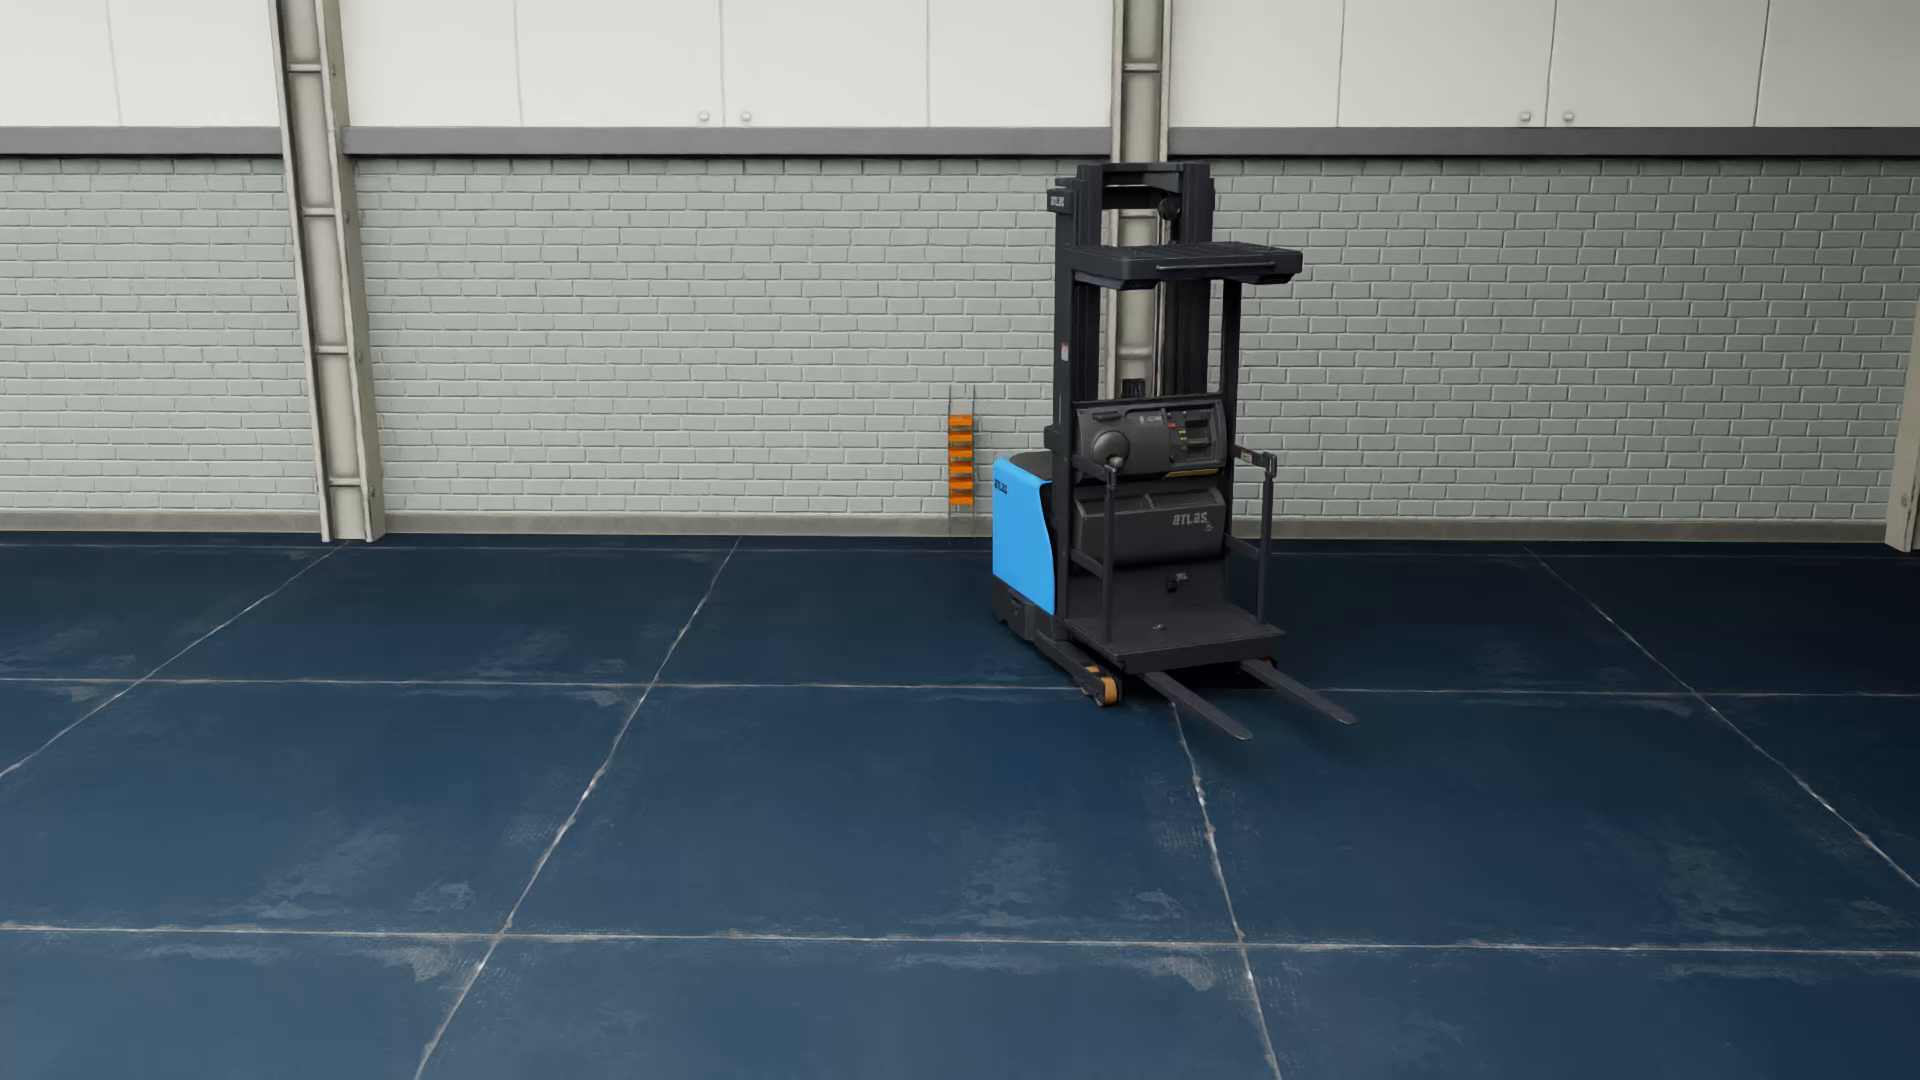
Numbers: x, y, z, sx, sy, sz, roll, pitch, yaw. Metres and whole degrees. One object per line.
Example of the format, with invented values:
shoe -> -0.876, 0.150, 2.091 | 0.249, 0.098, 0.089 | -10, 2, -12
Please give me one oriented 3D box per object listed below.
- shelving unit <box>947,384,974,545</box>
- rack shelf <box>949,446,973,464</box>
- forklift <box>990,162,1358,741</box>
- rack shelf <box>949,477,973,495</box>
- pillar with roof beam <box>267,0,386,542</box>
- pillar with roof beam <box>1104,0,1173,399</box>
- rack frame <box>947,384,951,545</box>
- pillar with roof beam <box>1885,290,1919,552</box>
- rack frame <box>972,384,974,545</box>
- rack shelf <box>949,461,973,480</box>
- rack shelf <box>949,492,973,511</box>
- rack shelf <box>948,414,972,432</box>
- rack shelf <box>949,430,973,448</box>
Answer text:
shelving unit -> 0.008, -0.576, 12.650 | 0.189, 1.200, 0.258 | 0, 13, 1
rack shelf -> 0.008, -0.649, 12.633 | 0.180, 0.103, 0.258 | 0, 13, 1
forklift -> 1.185, -0.606, 9.390 | 1.130, 2.935, 3.031 | -5, 16, -20
rack shelf -> 0.010, -0.416, 12.688 | 0.180, 0.103, 0.258 | 0, 13, 1
pillar with roof beam -> -4.816, -3.279, 7.627 | 0.400, 9.000, 9.100 | 0, 15, 1
pillar with roof beam -> 1.182, -3.239, 7.479 | 0.400, 9.000, 9.100 | 0, 15, 1
rack frame -> -0.083, -0.575, 12.652 | 0.006, 1.200, 0.240 | 0, 13, 1
pillar with roof beam -> 7.180, -3.200, 7.330 | 0.400, 9.000, 9.100 | 0, 15, 1
rack frame -> 0.100, -0.576, 12.649 | 0.006, 1.200, 0.240 | 0, 13, 1
rack shelf -> 0.009, -0.532, 12.660 | 0.180, 0.103, 0.258 | 0, 13, 1
rack shelf -> 0.011, -0.299, 12.715 | 0.180, 0.103, 0.258 | 0, 13, 1
rack shelf -> 0.005, -0.883, 12.579 | 0.180, 0.103, 0.258 | 0, 13, 1
rack shelf -> 0.006, -0.766, 12.606 | 0.180, 0.103, 0.258 | 0, 13, 1
